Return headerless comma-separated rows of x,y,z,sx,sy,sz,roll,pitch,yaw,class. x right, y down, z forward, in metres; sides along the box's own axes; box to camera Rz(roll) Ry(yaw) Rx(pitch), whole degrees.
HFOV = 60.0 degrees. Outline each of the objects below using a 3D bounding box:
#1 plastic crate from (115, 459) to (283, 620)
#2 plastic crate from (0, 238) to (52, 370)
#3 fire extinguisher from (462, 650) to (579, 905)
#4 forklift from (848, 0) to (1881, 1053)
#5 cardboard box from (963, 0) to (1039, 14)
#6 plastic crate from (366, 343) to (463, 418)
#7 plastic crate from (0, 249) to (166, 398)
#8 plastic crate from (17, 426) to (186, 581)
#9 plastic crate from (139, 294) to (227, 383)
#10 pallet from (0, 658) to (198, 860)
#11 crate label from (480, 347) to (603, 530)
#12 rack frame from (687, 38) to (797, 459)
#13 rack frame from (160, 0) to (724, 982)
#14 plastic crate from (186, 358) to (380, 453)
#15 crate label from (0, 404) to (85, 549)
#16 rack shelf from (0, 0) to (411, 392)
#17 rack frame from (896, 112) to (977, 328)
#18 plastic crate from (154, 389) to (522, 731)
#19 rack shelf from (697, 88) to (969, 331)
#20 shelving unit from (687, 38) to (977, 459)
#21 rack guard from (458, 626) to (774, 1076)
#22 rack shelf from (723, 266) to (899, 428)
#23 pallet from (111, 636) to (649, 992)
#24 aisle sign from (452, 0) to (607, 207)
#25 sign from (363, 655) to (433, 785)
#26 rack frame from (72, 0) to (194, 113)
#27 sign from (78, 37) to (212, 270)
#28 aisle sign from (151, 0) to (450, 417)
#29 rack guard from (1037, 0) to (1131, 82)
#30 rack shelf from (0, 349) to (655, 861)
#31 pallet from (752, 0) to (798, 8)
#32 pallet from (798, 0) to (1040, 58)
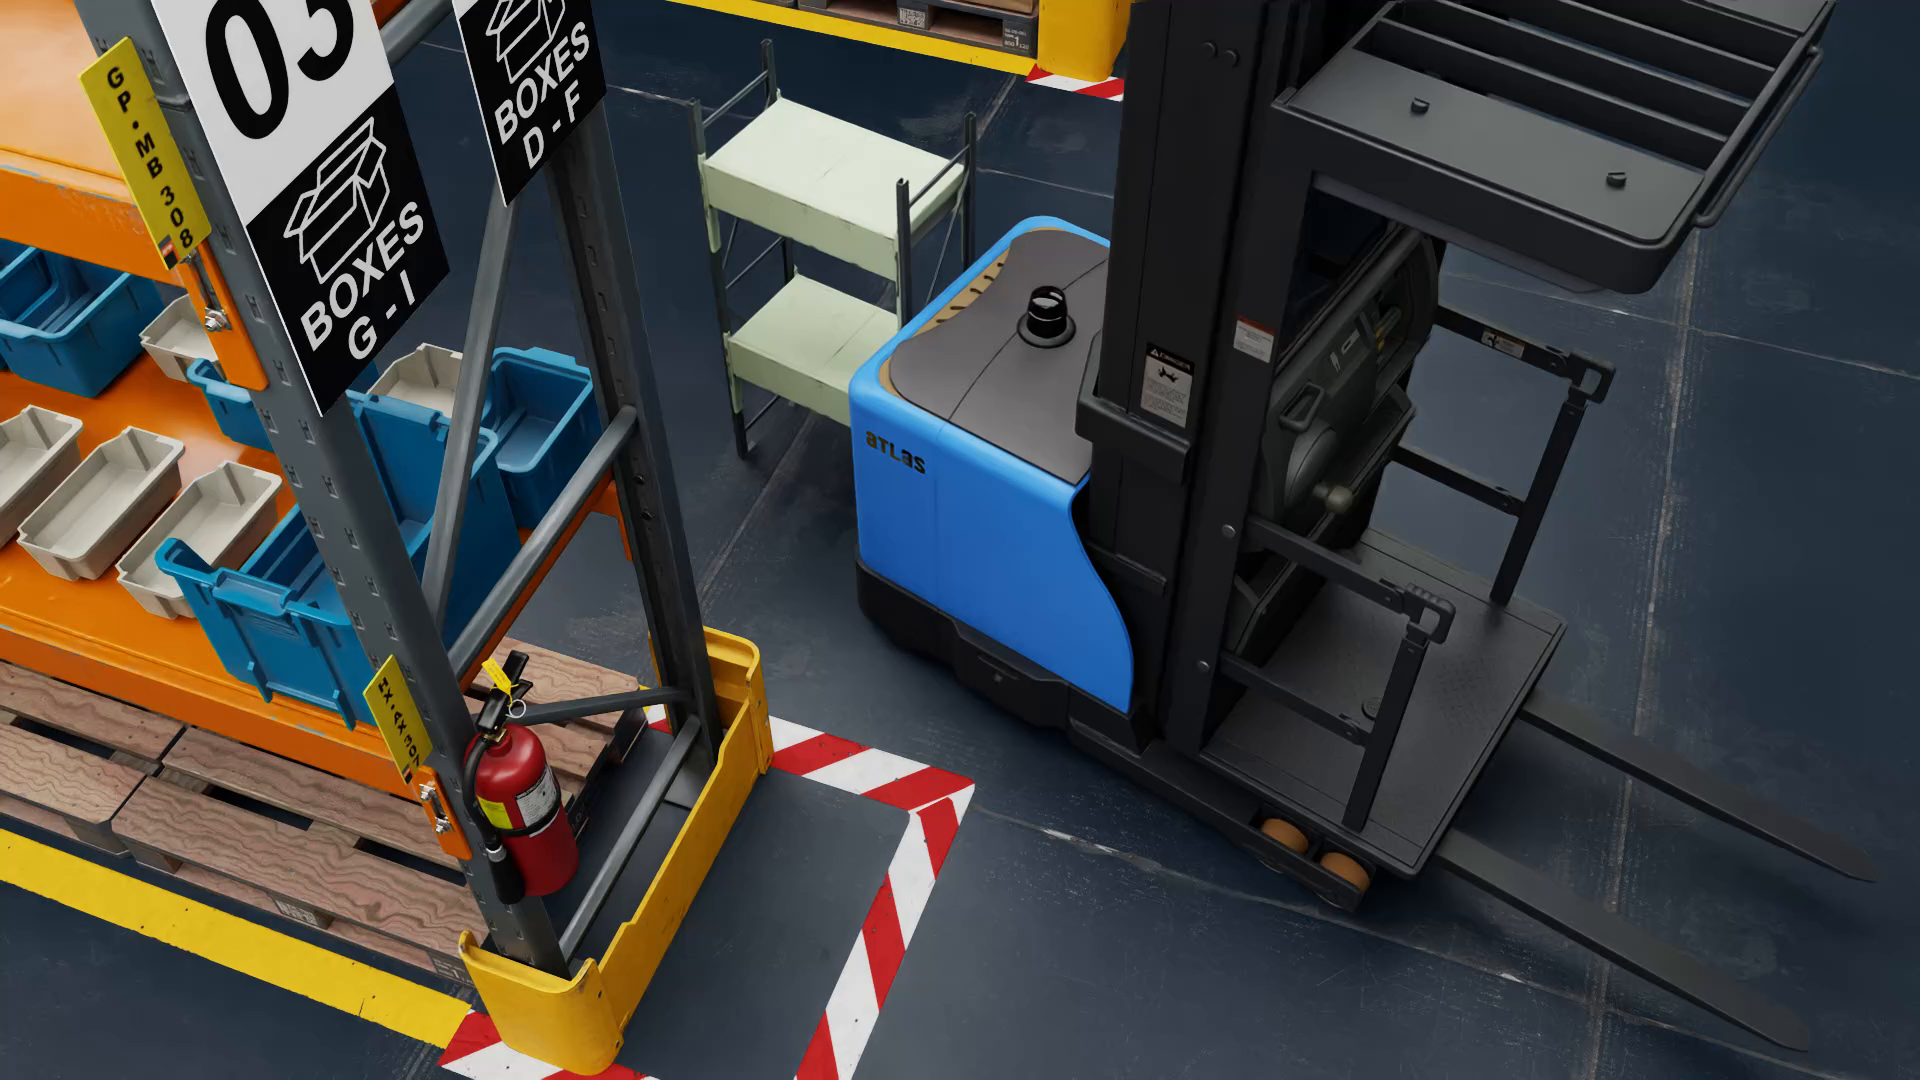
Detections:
-1.778,0.006,3.895,0.243,0.136,0.396,16,51,13,plastic crate
-2.585,-0.662,4.410,0.300,0.233,0.416,16,51,13,plastic crate
-0.966,0.533,3.601,0.183,0.674,0.296,16,51,13,fire extinguisher
1.158,-0.358,4.120,3.031,2.935,1.130,28,55,22,forklift
0.174,-2.779,7.537,0.500,0.500,0.500,16,51,13,cardboard box
-1.340,-0.350,4.203,0.298,0.136,0.250,16,51,13,plastic crate
-2.303,-0.584,4.342,0.300,0.233,0.416,16,51,13,plastic crate
-2.045,-0.081,3.970,0.243,0.136,0.396,16,51,13,plastic crate
-1.976,-0.528,4.357,0.298,0.136,0.250,16,51,13,plastic crate
-2.851,0.373,5.287,1.213,0.211,1.003,16,51,13,pallet
-1.068,-0.239,4.043,0.303,0.233,0.416,16,51,13,crate label
-0.688,-0.915,5.551,0.023,1.500,0.400,25,54,20,rack frame
-0.950,0.024,3.744,0.127,3.000,1.000,16,51,13,rack frame
-1.685,-0.411,4.192,0.300,0.233,0.416,16,51,13,plastic crate
-2.315,-0.136,4.018,0.243,0.136,0.396,16,51,13,crate label
-2.827,-1.246,3.336,4.000,0.370,1.077,16,51,13,rack shelf
-0.065,-0.625,5.299,0.023,1.500,0.400,25,54,20,rack frame
-1.329,0.038,3.669,0.499,0.435,0.616,16,51,13,plastic crate
-0.377,-1.026,5.130,0.720,0.370,0.431,25,54,20,rack shelf
-0.377,-0.770,5.425,0.755,1.500,0.431,25,54,20,shelving unit
-0.923,0.840,4.691,0.348,0.500,1.175,16,51,13,rack guard
-0.377,-0.557,5.671,0.720,0.370,0.431,25,54,20,rack shelf
-1.711,0.694,5.009,1.213,0.211,1.003,16,51,13,pallet
-0.780,-1.019,2.928,0.004,0.787,0.394,16,51,13,aisle sign
-1.126,0.365,3.341,0.005,0.325,0.100,16,51,13,sign
-0.950,-1.941,1.477,0.127,3.000,1.000,16,51,13,rack frame
-1.126,-0.530,2.309,0.005,0.325,0.100,16,51,13,sign
-0.984,-0.601,2.565,0.004,0.787,0.394,16,51,13,aisle sign
0.698,-2.687,7.748,0.348,0.500,1.175,16,51,13,rack guard
-2.827,-0.264,4.470,4.000,0.370,1.077,16,51,13,rack shelf
-1.190,-3.121,8.316,1.213,0.211,1.003,16,51,13,pallet
-0.050,-2.801,8.038,1.213,0.211,1.003,16,51,13,pallet
